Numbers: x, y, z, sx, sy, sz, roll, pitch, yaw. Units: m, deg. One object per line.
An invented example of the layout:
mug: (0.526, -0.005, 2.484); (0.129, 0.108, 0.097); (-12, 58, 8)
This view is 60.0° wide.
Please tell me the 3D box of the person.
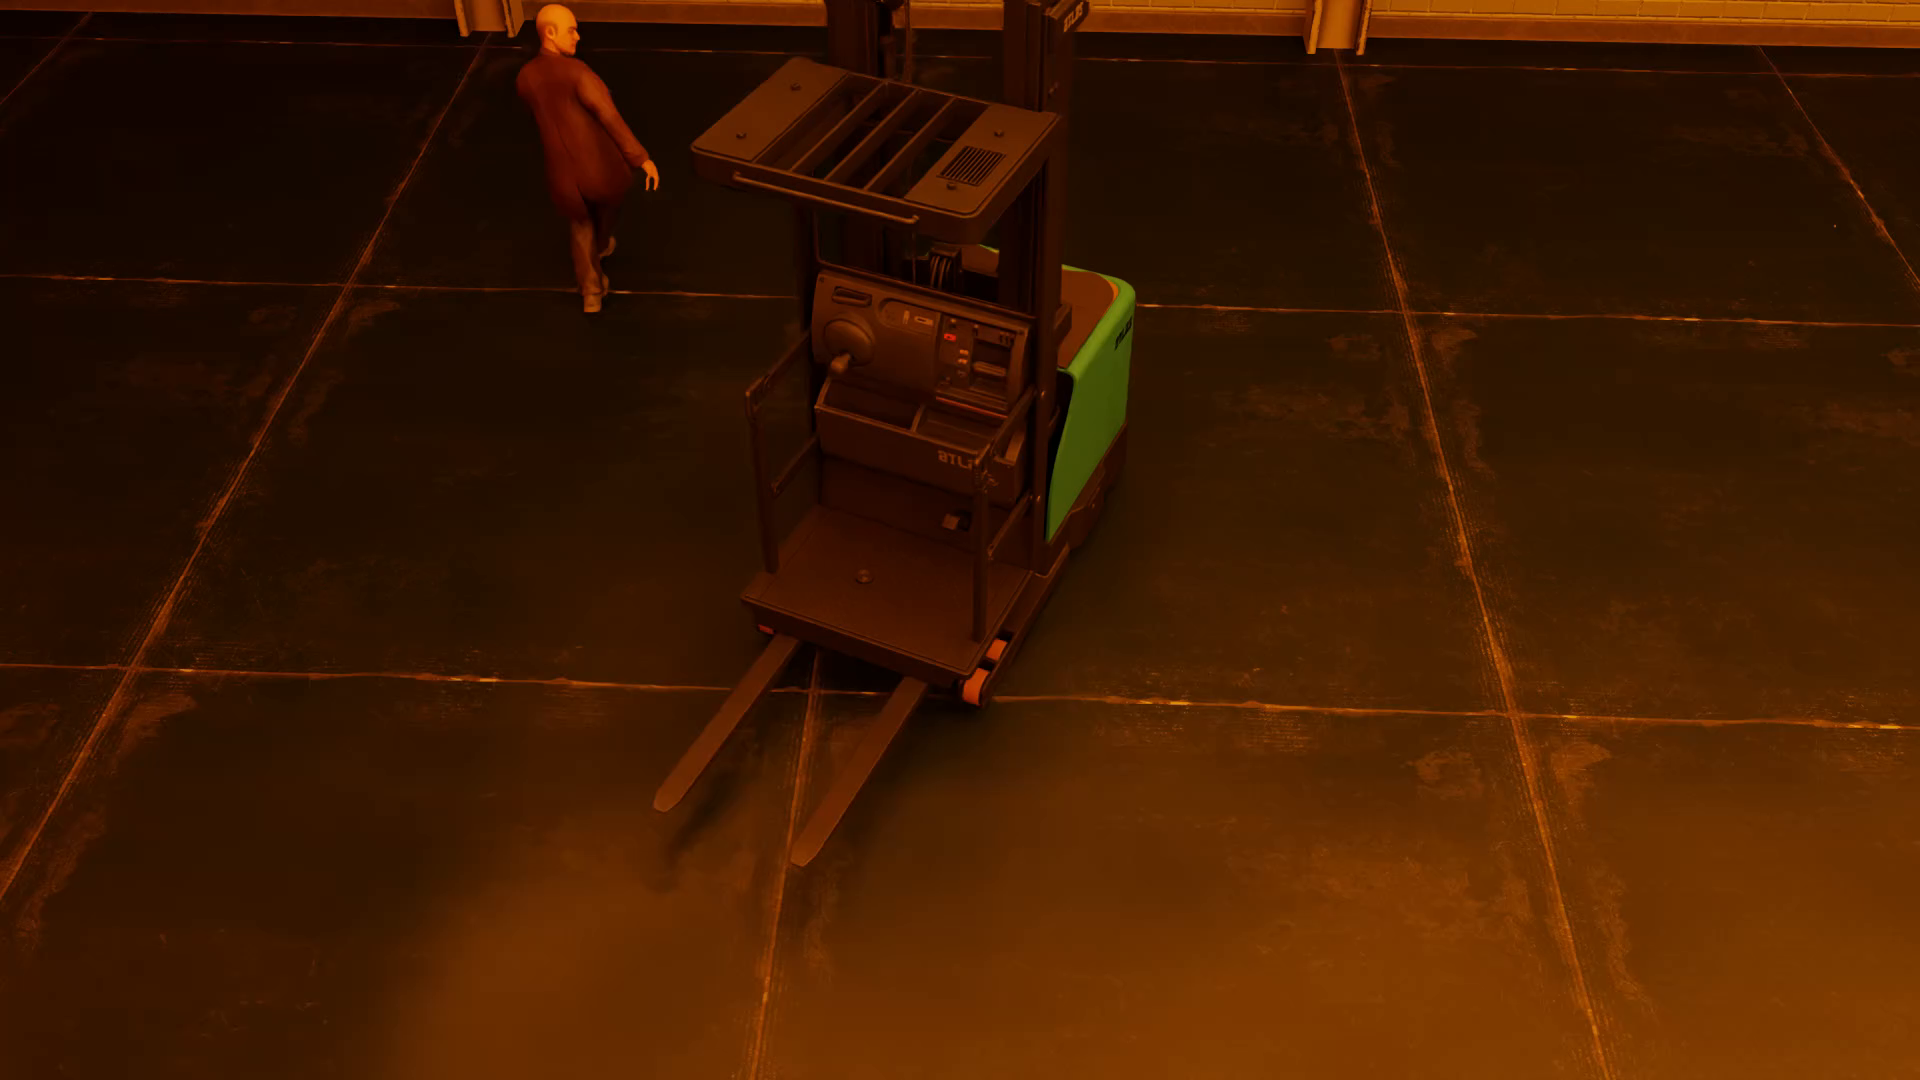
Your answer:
person: (-1.952, -2.100, 9.025); (0.830, 1.644, 0.866); (6, 43, 6)

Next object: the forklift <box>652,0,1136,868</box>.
forklift: (-0.257, -0.709, 6.519); (1.130, 2.935, 3.031); (17, 45, 18)
